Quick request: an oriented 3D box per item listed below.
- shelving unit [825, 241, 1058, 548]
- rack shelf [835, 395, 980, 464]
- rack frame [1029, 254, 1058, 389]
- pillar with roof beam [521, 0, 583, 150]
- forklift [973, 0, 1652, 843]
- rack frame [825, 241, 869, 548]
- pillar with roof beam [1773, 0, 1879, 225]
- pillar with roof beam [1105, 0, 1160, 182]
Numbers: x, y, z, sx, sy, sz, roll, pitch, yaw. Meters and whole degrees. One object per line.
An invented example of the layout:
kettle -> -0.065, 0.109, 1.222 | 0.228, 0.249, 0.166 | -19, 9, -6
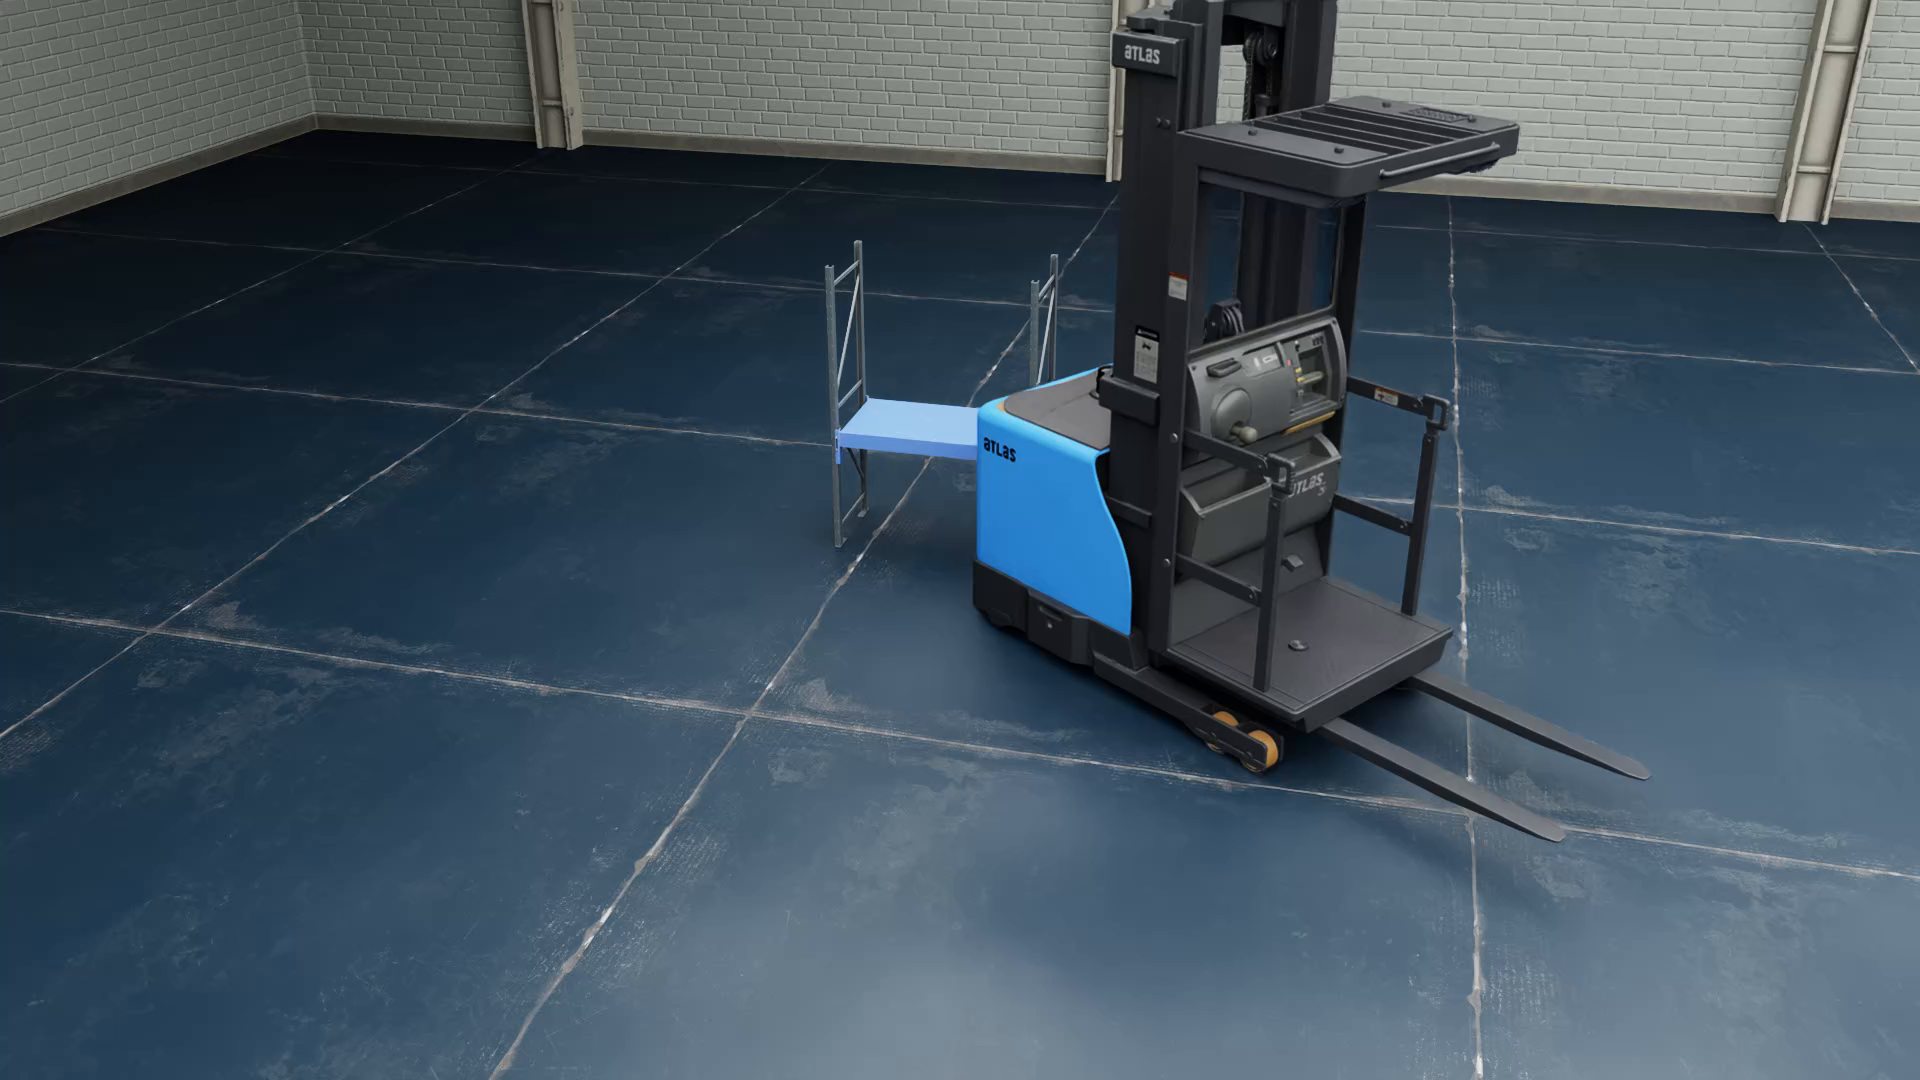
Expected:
shelving unit -> -0.083, -0.686, 8.447 | 1.048, 1.500, 0.538 | 6, 26, 13
rack shelf -> -0.083, -0.524, 8.524 | 1.000, 0.185, 0.538 | 6, 26, 13
rack frame -> 0.410, -0.632, 8.332 | 0.032, 1.500, 0.500 | 6, 26, 13
pillar with roof beam -> -5.255, -6.400, 11.724 | 0.400, 9.000, 9.100 | 6, 26, 13
forklift -> 1.405, -0.625, 6.654 | 1.130, 2.935, 3.031 | -20, 32, -36
rack frame -> -0.575, -0.741, 8.561 | 0.032, 1.500, 0.500 | 6, 26, 13
pillar with roof beam -> 6.367, -5.115, 9.026 | 0.400, 9.000, 9.100 | 6, 26, 13
pillar with roof beam -> 0.556, -5.758, 10.375 | 0.400, 9.000, 9.100 | 6, 26, 13
